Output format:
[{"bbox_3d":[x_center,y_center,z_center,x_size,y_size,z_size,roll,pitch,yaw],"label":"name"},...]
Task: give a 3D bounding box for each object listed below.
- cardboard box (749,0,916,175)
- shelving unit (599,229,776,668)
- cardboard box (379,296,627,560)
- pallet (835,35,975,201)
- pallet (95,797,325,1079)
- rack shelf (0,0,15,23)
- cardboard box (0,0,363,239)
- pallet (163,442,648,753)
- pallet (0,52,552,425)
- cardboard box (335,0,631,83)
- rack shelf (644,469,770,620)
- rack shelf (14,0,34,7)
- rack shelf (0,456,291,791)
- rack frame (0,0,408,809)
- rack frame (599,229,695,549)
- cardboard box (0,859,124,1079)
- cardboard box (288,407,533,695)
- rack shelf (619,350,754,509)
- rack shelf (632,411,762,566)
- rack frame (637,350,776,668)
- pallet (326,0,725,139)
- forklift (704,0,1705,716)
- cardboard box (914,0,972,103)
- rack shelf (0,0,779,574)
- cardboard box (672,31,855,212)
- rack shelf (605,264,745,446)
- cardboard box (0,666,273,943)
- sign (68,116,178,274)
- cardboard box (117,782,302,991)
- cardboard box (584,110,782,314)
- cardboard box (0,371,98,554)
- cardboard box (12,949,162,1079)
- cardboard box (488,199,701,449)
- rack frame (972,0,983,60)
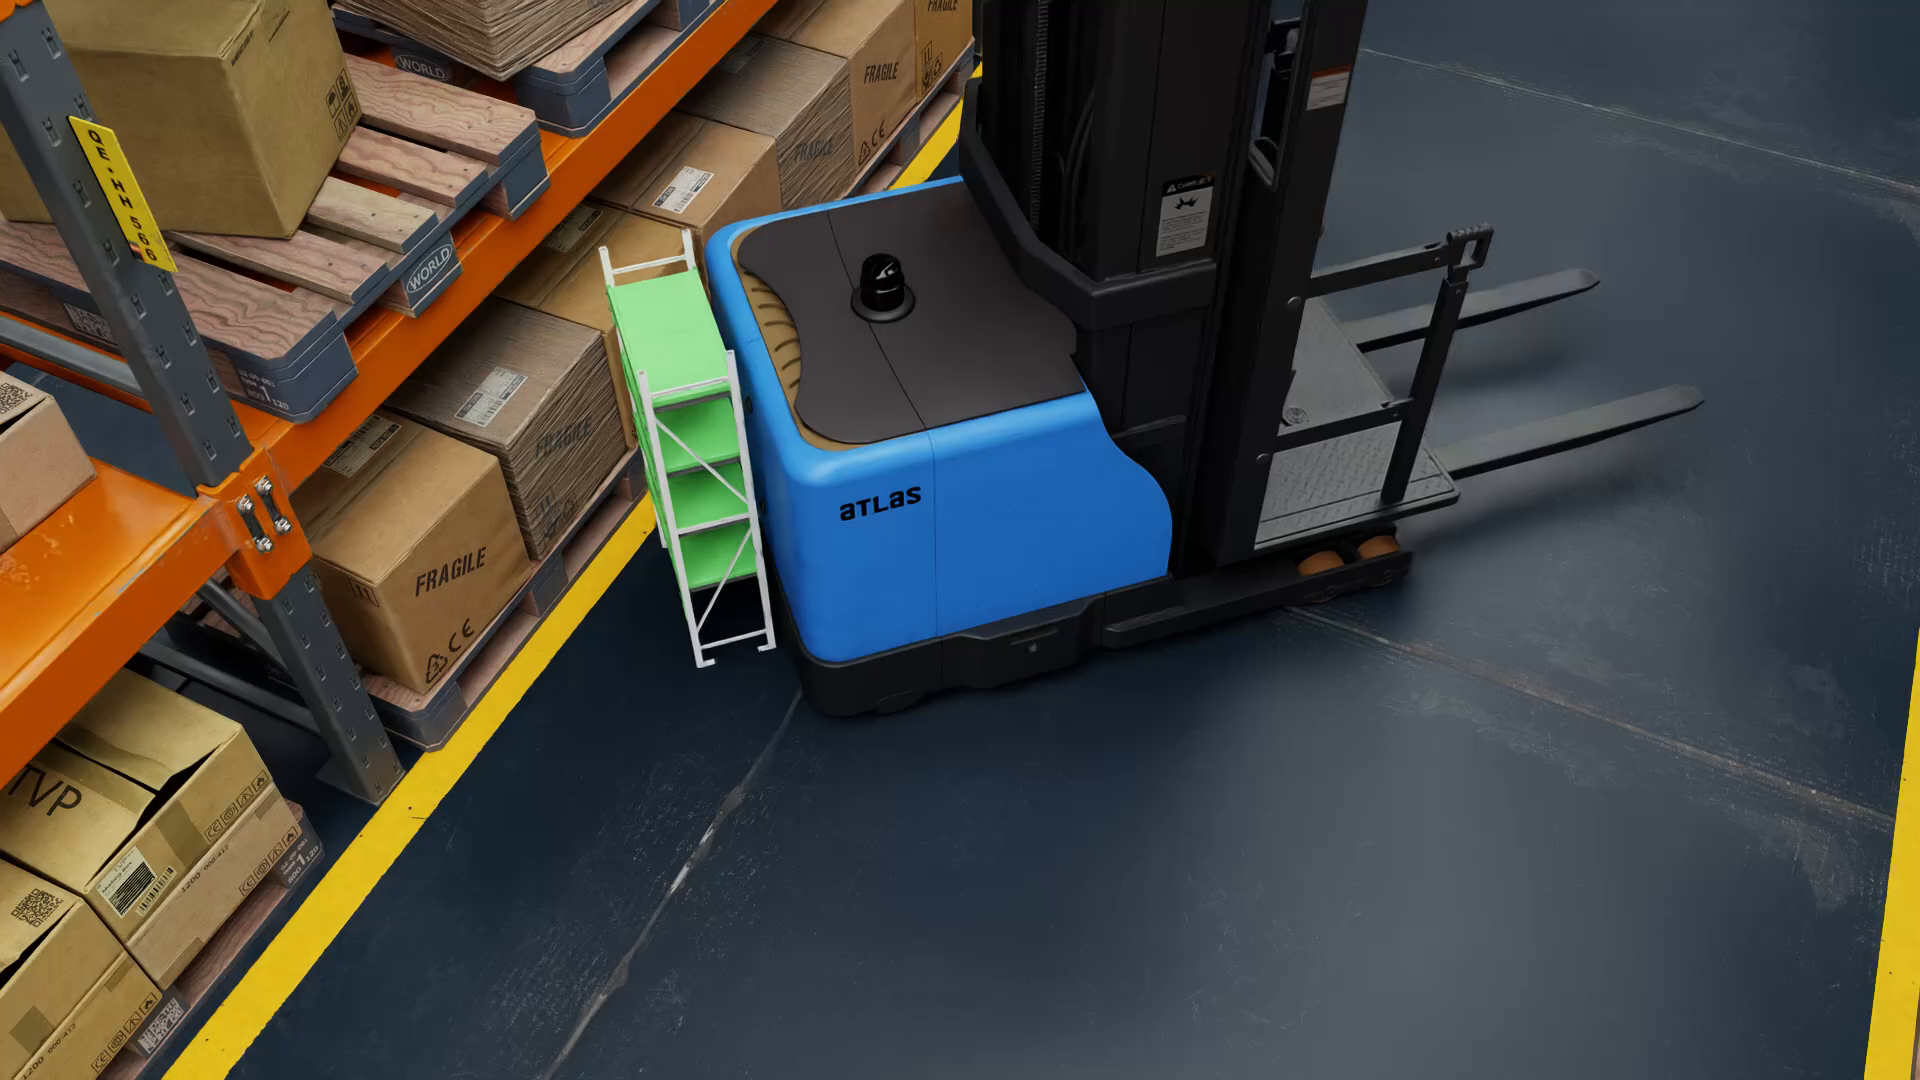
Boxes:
[{"bbox_3d":[-0.499,-1.749,6.121,0.500,0.500,0.500,20,52,16],"label":"cardboard box"},{"bbox_3d":[-0.745,-0.219,4.648,0.258,1.200,0.503,-15,51,-12],"label":"shelving unit"},{"bbox_3d":[-1.366,-0.348,4.929,0.500,0.500,0.500,18,52,15],"label":"cardboard box"},{"bbox_3d":[-0.642,-1.711,6.567,1.003,0.211,1.213,20,52,16],"label":"pallet"},{"bbox_3d":[-2.424,1.025,4.239,1.003,0.211,1.213,20,52,16],"label":"pallet"},{"bbox_3d":[-2.892,0.206,1.608,1.077,0.370,4.000,20,52,16],"label":"rack shelf"},{"bbox_3d":[-1.870,-1.071,3.851,0.700,0.500,0.500,4,50,4],"label":"cardboard box"},{"bbox_3d":[-1.684,-0.031,5.137,1.003,0.211,1.213,20,52,16],"label":"pallet"},{"bbox_3d":[-1.811,-0.860,4.138,1.213,0.211,1.003,20,52,16],"label":"pallet"},{"bbox_3d":[-1.307,-1.639,4.334,0.700,0.500,0.500,29,56,23],"label":"cardboard box"},{"bbox_3d":[-0.744,-0.022,4.880,0.258,0.148,0.480,-15,51,-12],"label":"rack shelf"},{"bbox_3d":[-1.183,-2.549,3.952,1.077,0.370,4.000,20,52,16],"label":"rack shelf"},{"bbox_3d":[-2.892,1.178,2.750,1.077,0.370,4.000,20,52,16],"label":"rack shelf"},{"bbox_3d":[-2.037,-0.432,3.648,1.000,3.000,0.127,20,52,16],"label":"rack frame"},{"bbox_3d":[-0.823,-0.395,4.798,0.240,1.200,0.015,-15,51,-12],"label":"rack frame"},{"bbox_3d":[-2.255,0.942,3.641,0.500,0.311,0.500,19,52,16],"label":"cardboard box"},{"bbox_3d":[-1.584,0.015,4.620,0.500,0.500,0.500,22,53,18],"label":"cardboard box"},{"bbox_3d":[-0.745,-0.333,4.514,0.258,0.148,0.480,-15,51,-12],"label":"rack shelf"},{"bbox_3d":[-0.745,-0.177,4.697,0.258,0.148,0.480,-15,51,-12],"label":"rack shelf"},{"bbox_3d":[-0.666,-0.043,4.499,0.240,1.200,0.015,-15,51,-12],"label":"rack frame"},{"bbox_3d":[-1.211,-1.711,4.862,1.003,0.211,1.213,20,52,16],"label":"pallet"},{"bbox_3d":[0.857,-1.127,4.285,3.031,2.935,1.130,-14,51,-12],"label":"forklift"},{"bbox_3d":[-0.280,-2.086,6.408,0.500,0.500,0.500,20,52,16],"label":"cardboard box"},{"bbox_3d":[-1.183,-1.576,5.094,1.077,0.370,4.000,20,52,16],"label":"rack shelf"},{"bbox_3d":[-0.713,-1.403,5.827,0.500,0.500,0.500,20,53,17],"label":"cardboard box"},{"bbox_3d":[-0.745,-0.488,4.331,0.258,0.148,0.480,-15,51,-12],"label":"rack shelf"},{"bbox_3d":[-2.038,0.582,3.947,0.500,0.311,0.500,21,53,17],"label":"cardboard box"},{"bbox_3d":[-1.534,-0.629,3.056,0.100,0.325,0.005,20,52,16],"label":"sign"},{"bbox_3d":[-2.041,0.764,4.160,0.500,0.250,0.500,21,53,17],"label":"cardboard box"},{"bbox_3d":[-0.929,-1.052,5.528,0.500,0.500,0.500,18,52,15],"label":"cardboard box"},{"bbox_3d":[-2.232,-0.167,3.481,0.500,0.311,0.500,23,53,18],"label":"cardboard box"},{"bbox_3d":[-2.258,1.120,3.857,0.500,0.250,0.500,19,52,16],"label":"cardboard box"},{"bbox_3d":[-1.147,-0.691,5.221,0.500,0.500,0.500,19,52,16],"label":"cardboard box"},{"bbox_3d":[-0.328,-3.187,5.992,1.000,3.000,0.127,20,52,16],"label":"rack frame"}]
